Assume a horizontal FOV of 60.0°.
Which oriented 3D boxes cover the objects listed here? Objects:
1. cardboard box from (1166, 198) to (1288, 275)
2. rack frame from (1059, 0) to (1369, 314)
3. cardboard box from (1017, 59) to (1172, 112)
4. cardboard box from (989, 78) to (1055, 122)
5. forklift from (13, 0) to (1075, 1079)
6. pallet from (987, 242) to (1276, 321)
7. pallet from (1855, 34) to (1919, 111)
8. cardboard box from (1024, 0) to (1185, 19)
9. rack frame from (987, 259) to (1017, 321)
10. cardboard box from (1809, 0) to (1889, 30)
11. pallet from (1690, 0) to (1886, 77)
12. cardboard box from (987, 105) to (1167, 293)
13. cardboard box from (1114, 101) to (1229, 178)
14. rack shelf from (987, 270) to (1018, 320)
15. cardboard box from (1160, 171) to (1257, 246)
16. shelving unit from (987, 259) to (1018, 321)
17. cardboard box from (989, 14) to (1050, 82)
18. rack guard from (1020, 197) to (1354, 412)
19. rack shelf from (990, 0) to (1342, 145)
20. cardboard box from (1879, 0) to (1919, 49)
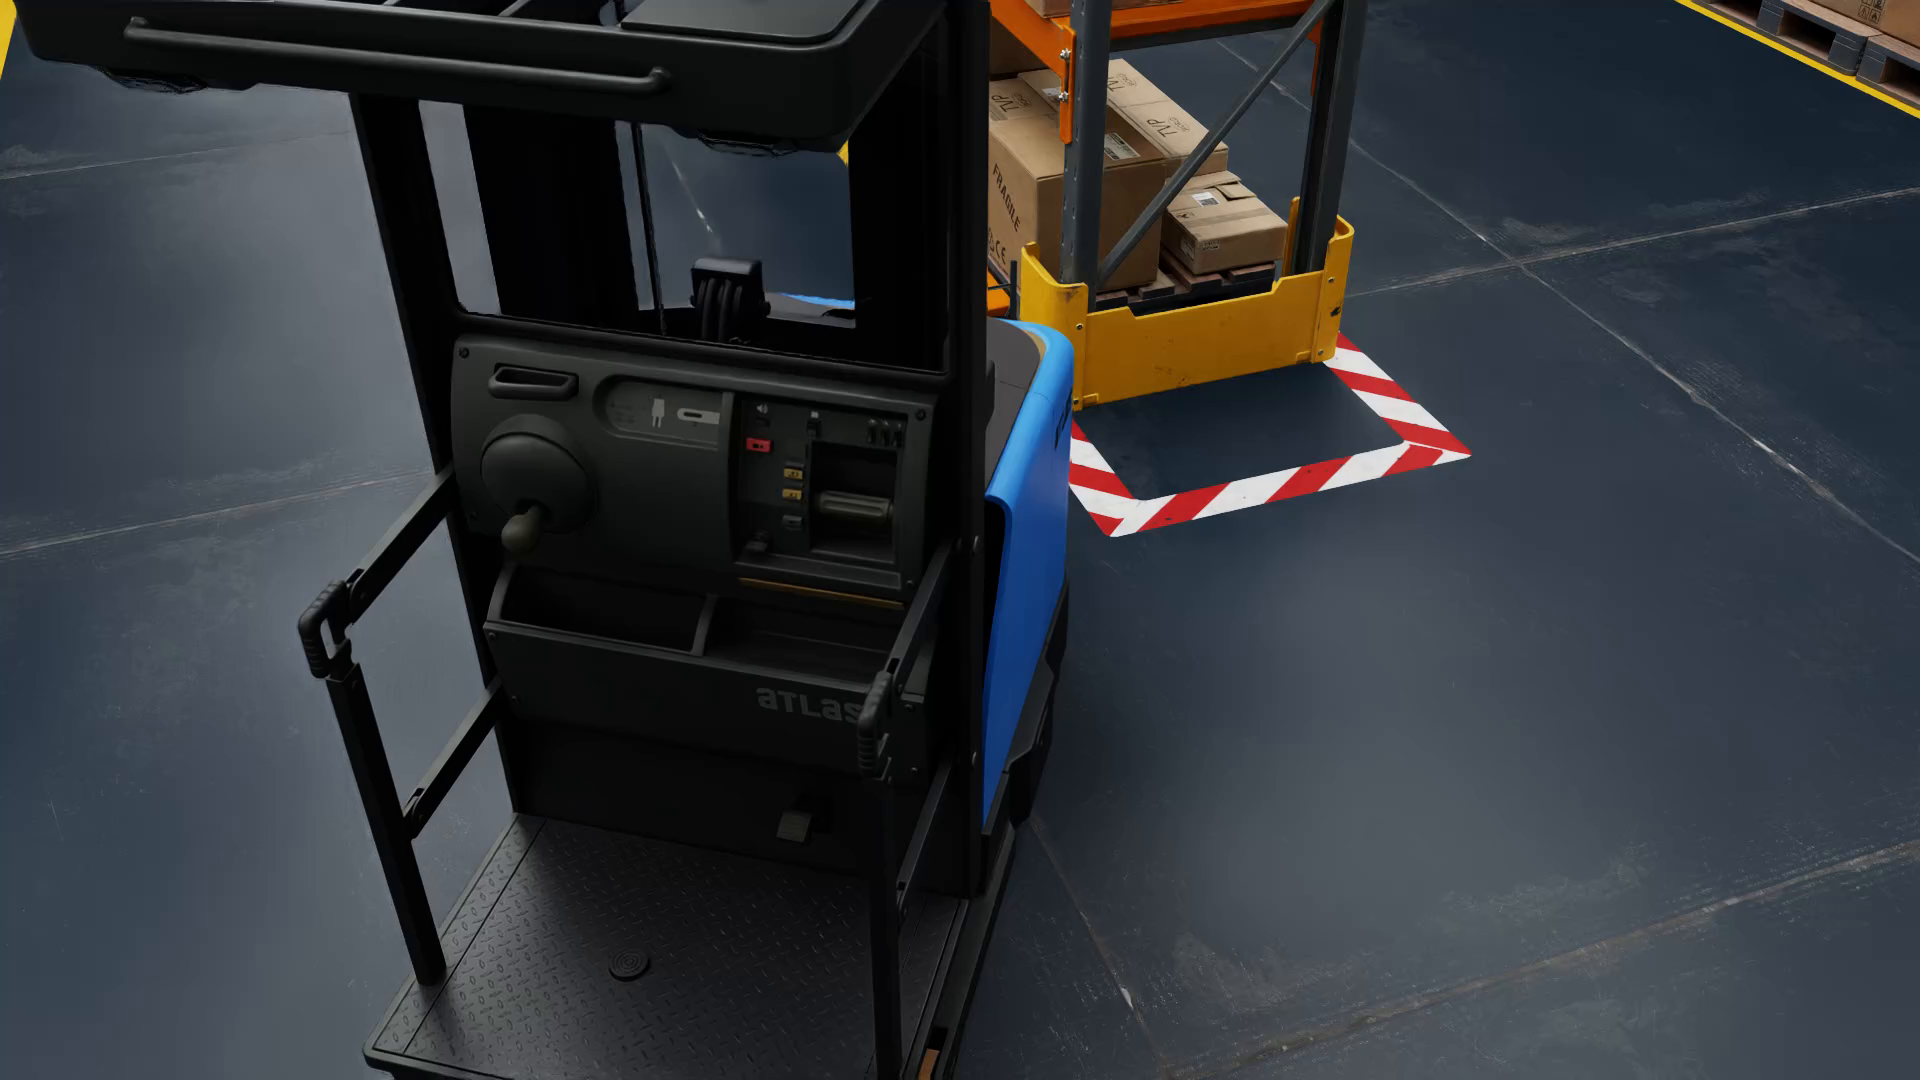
[{"bbox_3d":[1.007,-1.151,6.288,0.380,0.149,0.250,-12,39,-16],"label":"cardboard box"},{"bbox_3d":[0.829,-1.806,5.154,1.000,3.000,0.127,-12,39,-16],"label":"rack frame"},{"bbox_3d":[0.564,-1.814,7.085,0.500,0.250,0.500,-12,39,-16],"label":"cardboard box"},{"bbox_3d":[0.112,-1.682,6.910,0.500,0.250,0.500,-12,39,-16],"label":"cardboard box"},{"bbox_3d":[-0.553,-0.063,2.897,1.130,2.935,3.031,9,38,11],"label":"forklift"},{"bbox_3d":[0.527,-1.185,6.648,1.003,0.211,1.213,-12,39,-16],"label":"pallet"},{"bbox_3d":[5.130,-2.155,7.936,1.003,0.211,1.213,-12,39,-16],"label":"pallet"},{"bbox_3d":[0.419,-2.042,5.385,0.500,0.500,0.500,-11,38,-15],"label":"cardboard box"},{"bbox_3d":[0.060,-0.320,4.802,0.200,1.050,0.008,-12,39,-16],"label":"rack frame"},{"bbox_3d":[4.798,-2.944,8.394,0.700,0.500,0.500,-14,39,-17],"label":"cardboard box"},{"bbox_3d":[4.714,-2.843,8.849,1.003,0.211,1.213,-12,39,-16],"label":"pallet"},{"bbox_3d":[0.410,-1.239,6.114,0.500,0.500,0.500,-12,39,-16],"label":"cardboard box"},{"bbox_3d":[0.736,-1.532,6.710,0.500,0.250,0.500,-12,39,-16],"label":"cardboard box"},{"bbox_3d":[0.018,-0.607,4.730,0.215,0.259,0.240,-12,39,-16],"label":"rack shelf"},{"bbox_3d":[0.921,-1.299,6.470,0.380,0.166,0.250,-12,39,-16],"label":"cardboard box"},{"bbox_3d":[0.018,-0.389,4.894,0.215,1.050,0.252,-12,39,-16],"label":"shelving unit"},{"bbox_3d":[0.104,-2.184,7.365,0.797,0.503,0.637,-12,39,-16],"label":"cardboard box"},{"bbox_3d":[0.803,-0.850,5.963,1.175,0.500,0.348,-12,39,-16],"label":"rack guard"},{"bbox_3d":[0.141,-2.648,6.871,1.077,0.370,4.000,-12,39,-16],"label":"rack shelf"},{"bbox_3d":[4.972,-2.660,8.017,0.700,0.500,0.500,-13,39,-16],"label":"cardboard box"}]
